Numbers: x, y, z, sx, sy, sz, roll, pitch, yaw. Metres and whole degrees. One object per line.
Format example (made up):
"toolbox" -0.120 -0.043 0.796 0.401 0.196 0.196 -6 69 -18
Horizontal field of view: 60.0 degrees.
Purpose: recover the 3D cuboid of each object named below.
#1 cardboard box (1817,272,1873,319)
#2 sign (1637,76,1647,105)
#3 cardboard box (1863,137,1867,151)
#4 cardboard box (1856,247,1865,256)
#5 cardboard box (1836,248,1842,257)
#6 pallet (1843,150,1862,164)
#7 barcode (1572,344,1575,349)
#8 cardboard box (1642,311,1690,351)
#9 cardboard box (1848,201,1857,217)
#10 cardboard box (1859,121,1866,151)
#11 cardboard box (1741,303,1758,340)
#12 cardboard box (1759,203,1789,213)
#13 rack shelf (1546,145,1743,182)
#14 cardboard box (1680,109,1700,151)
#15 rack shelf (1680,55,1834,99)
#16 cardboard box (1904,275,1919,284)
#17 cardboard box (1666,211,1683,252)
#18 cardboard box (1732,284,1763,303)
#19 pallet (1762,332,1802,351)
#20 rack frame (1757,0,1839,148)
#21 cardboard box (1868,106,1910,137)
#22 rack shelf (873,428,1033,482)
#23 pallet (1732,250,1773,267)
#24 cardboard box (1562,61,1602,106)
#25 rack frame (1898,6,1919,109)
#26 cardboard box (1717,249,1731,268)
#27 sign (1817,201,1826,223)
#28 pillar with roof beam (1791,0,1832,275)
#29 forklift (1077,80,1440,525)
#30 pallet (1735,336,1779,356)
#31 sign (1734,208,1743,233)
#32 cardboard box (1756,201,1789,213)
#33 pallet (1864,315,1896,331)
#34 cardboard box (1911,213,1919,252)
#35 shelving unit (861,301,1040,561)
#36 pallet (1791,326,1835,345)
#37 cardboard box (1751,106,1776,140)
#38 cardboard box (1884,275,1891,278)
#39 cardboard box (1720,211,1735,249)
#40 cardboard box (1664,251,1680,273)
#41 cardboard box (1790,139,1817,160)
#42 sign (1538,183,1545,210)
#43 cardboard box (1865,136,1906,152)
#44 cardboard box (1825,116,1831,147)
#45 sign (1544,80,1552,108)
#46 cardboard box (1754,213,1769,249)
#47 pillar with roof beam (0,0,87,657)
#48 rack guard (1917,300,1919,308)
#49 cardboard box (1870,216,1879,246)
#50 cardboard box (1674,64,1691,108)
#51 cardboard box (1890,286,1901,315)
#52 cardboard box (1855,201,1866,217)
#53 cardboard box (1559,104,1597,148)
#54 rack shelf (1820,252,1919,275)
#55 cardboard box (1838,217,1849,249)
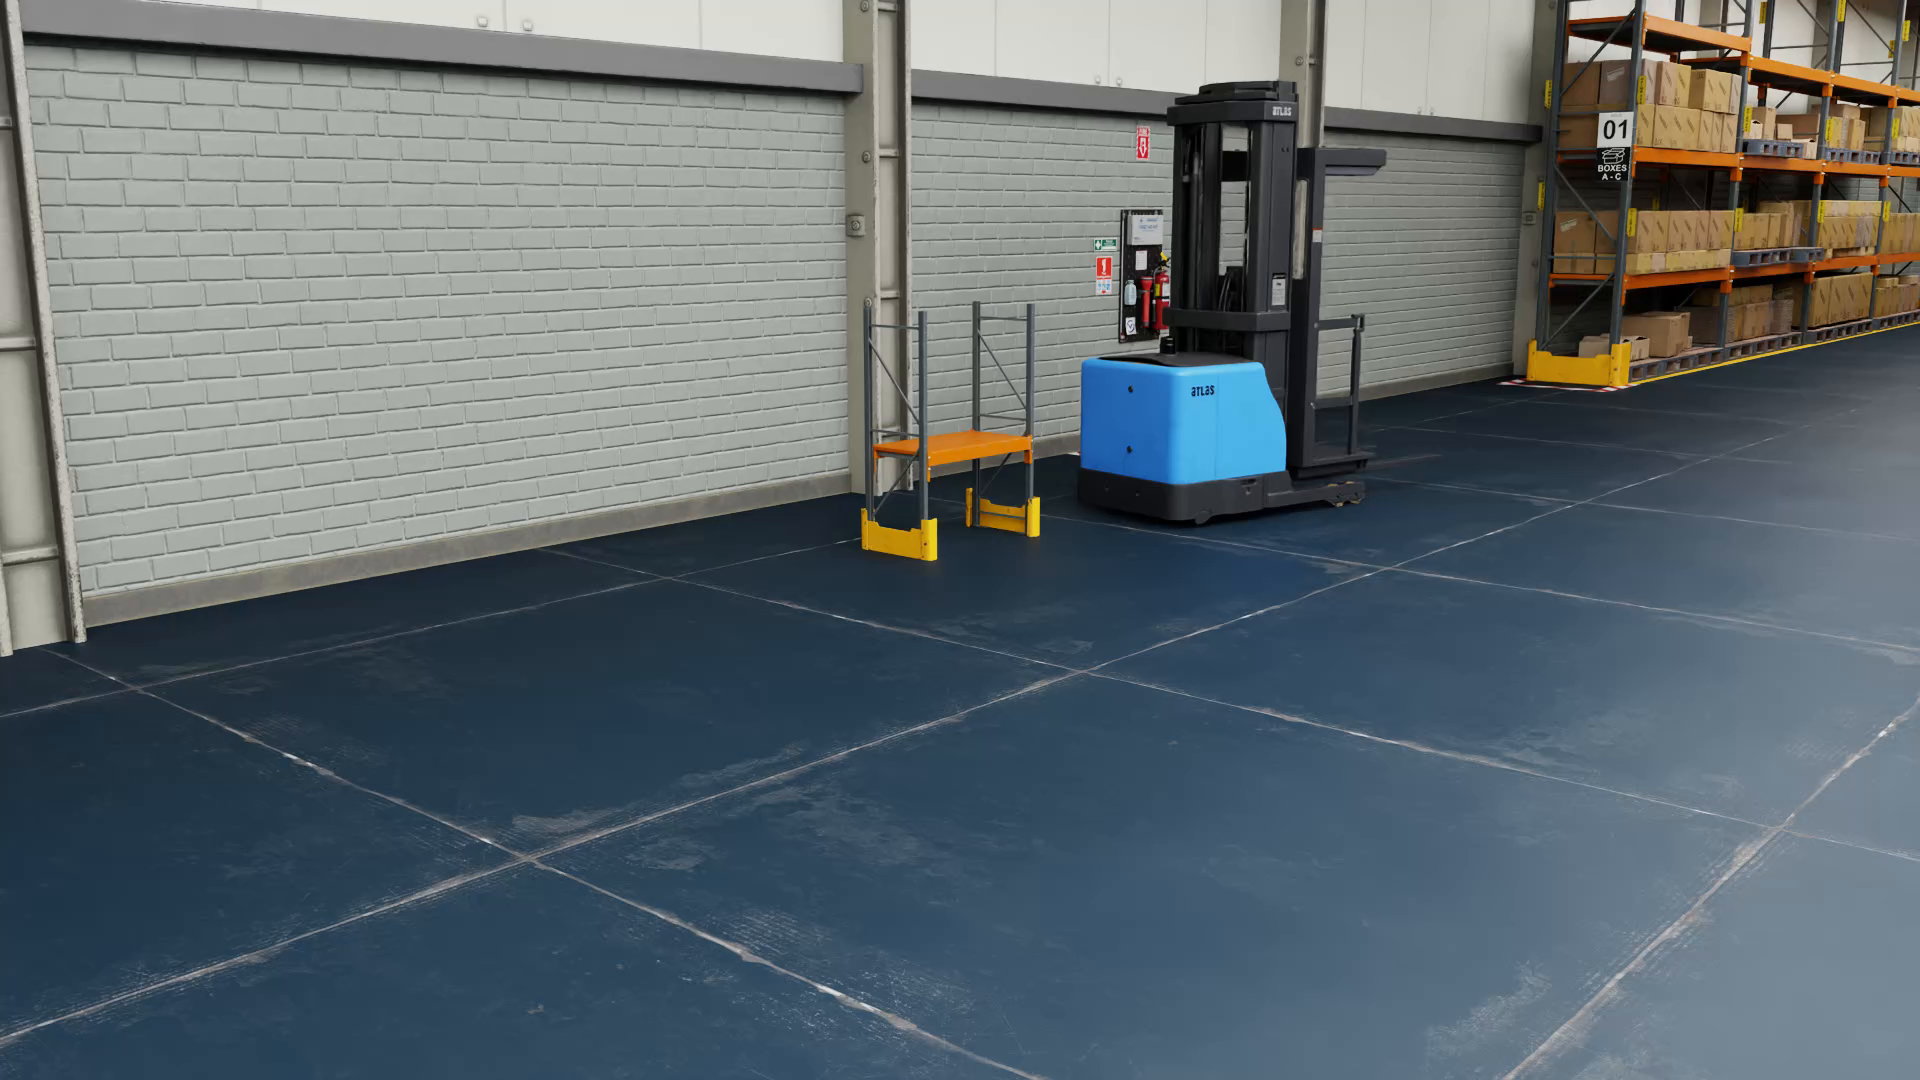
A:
"cardboard box" 15.102 -4.201 28.504 0.750 0.750 0.750 10 15 41
"sign" 7.920 -5.226 19.328 0.100 0.325 0.005 10 15 40
"cardboard box" 15.709 -6.945 29.223 0.500 0.250 0.500 10 15 41
"cardboard box" 14.939 -4.843 27.892 0.380 0.149 0.250 10 15 40
"cardboard box" 14.189 -4.706 27.203 0.380 0.149 0.250 10 15 41
"pallet" 13.915 -6.218 27.010 1.003 0.211 1.213 11 16 43
"barcode" 7.748 -2.443 21.001 0.001 0.075 0.075 10 15 40
"cardboard box" 9.498 -2.817 22.416 0.500 0.500 0.500 8 14 36
"cardboard box" 14.300 -5.409 27.152 0.500 0.250 0.500 9 15 39
"cardboard box" 14.770 -6.782 27.974 0.700 0.500 0.500 9 14 37
"cardboard box" 11.297 -3.238 24.522 0.700 0.500 0.500 10 15 41
"cardboard box" 12.387 -5.052 25.315 0.380 0.149 0.250 7 13 31
"rack shelf" 8.833 -4.809 21.308 1.077 0.370 4.000 10 15 40
"cardboard box" 8.980 -5.176 21.003 0.500 0.500 0.500 11 16 44
"rack shelf" 11.473 -6.672 24.000 1.077 0.370 4.000 10 15 40
"cardboard box" 17.740 -4.890 31.191 0.380 0.149 0.250 10 15 40
"cardboard box" 8.733 -3.879 20.889 0.500 0.500 0.500 9 14 39
"cardboard box" 11.598 -3.666 24.754 0.500 0.250 0.500 10 15 40
"pallet" 12.277 -3.091 25.650 1.003 0.211 1.213 10 15 40
"rack frame" 12.793 -7.515 25.364 1.000 3.000 0.127 10 15 40
"cardboard box" 16.115 -7.251 28.838 0.500 0.500 0.500 10 15 40
"rack shelf" -0.056 -0.547 10.537 0.538 0.185 1.000 10 15 40
"pallet" 10.767 -3.985 23.492 1.003 0.211 1.213 10 15 40
"cardboard box" 7.601 -5.514 20.142 0.500 0.500 0.500 11 15 43
"rack frame" 18.074 -8.692 31.257 1.000 3.000 0.127 10 15 40
"cardboard box" 10.068 -3.812 22.472 0.500 0.250 0.500 10 15 40
"sign" 13.207 -5.034 25.501 0.100 0.325 0.005 10 15 40
"pillar with roof beam" 18.480 -7.762 26.599 9.100 9.000 0.400 10 15 40
"forklift" 2.309 -1.747 11.975 3.031 2.935 1.130 -8 14 -36
"pallet" 11.471 -2.913 24.755 1.003 0.211 1.213 10 15 40
"sign" 10.566 -4.341 22.574 0.100 0.325 0.005 10 15 40
"cardboard box" 12.898 -5.246 26.339 0.500 0.250 0.500 10 15 42
"pallet" 15.995 -3.896 29.680 1.003 0.211 1.213 10 15 40
"cardboard box" 17.273 -5.713 30.889 0.980 0.700 0.700 10 15 40
"shelving unit" -0.050 -0.724 10.508 0.587 1.500 1.083 10 15 40
"pallet" 13.371 -3.312 26.756 1.003 0.211 1.213 10 15 40
"cardboard box" 11.388 -5.962 23.919 0.500 0.500 0.500 9 14 38
"cardboard box" 17.286 -4.902 31.252 0.380 0.149 0.250 10 15 40
"cardboard box" 10.073 -4.179 22.396 0.500 0.500 0.500 10 15 40
"cardboard box" 8.746 -3.516 20.988 0.500 0.250 0.500 9 15 39
"cardboard box" 12.521 -5.870 24.959 0.500 0.311 0.500 10 15 40
"sign" 7.109 -4.194 20.288 0.100 0.325 0.005 10 15 40
"cardboard box" 16.088 -6.882 28.906 0.500 0.250 0.500 10 15 40
"cardboard box" 13.381 -6.473 26.423 0.700 0.500 0.500 9 14 37
"sign" 7.109 -5.376 20.052 0.100 0.325 0.005 10 15 40
"cardboard box" 11.300 -4.502 24.217 0.500 0.500 0.700 -10 15 -40
"pillar with roof beam" -1.323 -3.348 4.500 9.100 9.000 0.400 10 15 40
"rack guard" 18.090 -4.528 32.107 1.175 0.500 0.348 10 15 40
"cardboard box" 15.319 -5.266 28.354 0.500 0.500 0.500 9 15 39
"cardboard box" 8.648 -5.586 20.503 0.500 0.500 0.500 10 15 42
"cardboard box" 16.679 -4.388 30.330 0.700 0.500 0.500 10 15 42
"cardboard box" 14.636 -5.484 27.527 0.500 0.250 0.500 10 15 41
"cardboard box" 7.598 -5.020 20.224 0.500 0.500 0.500 -11 16 -43
"rack shelf" 16.754 -5.103 30.441 1.077 0.370 4.000 10 15 40
"cardboard box" 13.987 -4.965 26.847 0.500 0.500 0.500 10 15 40
